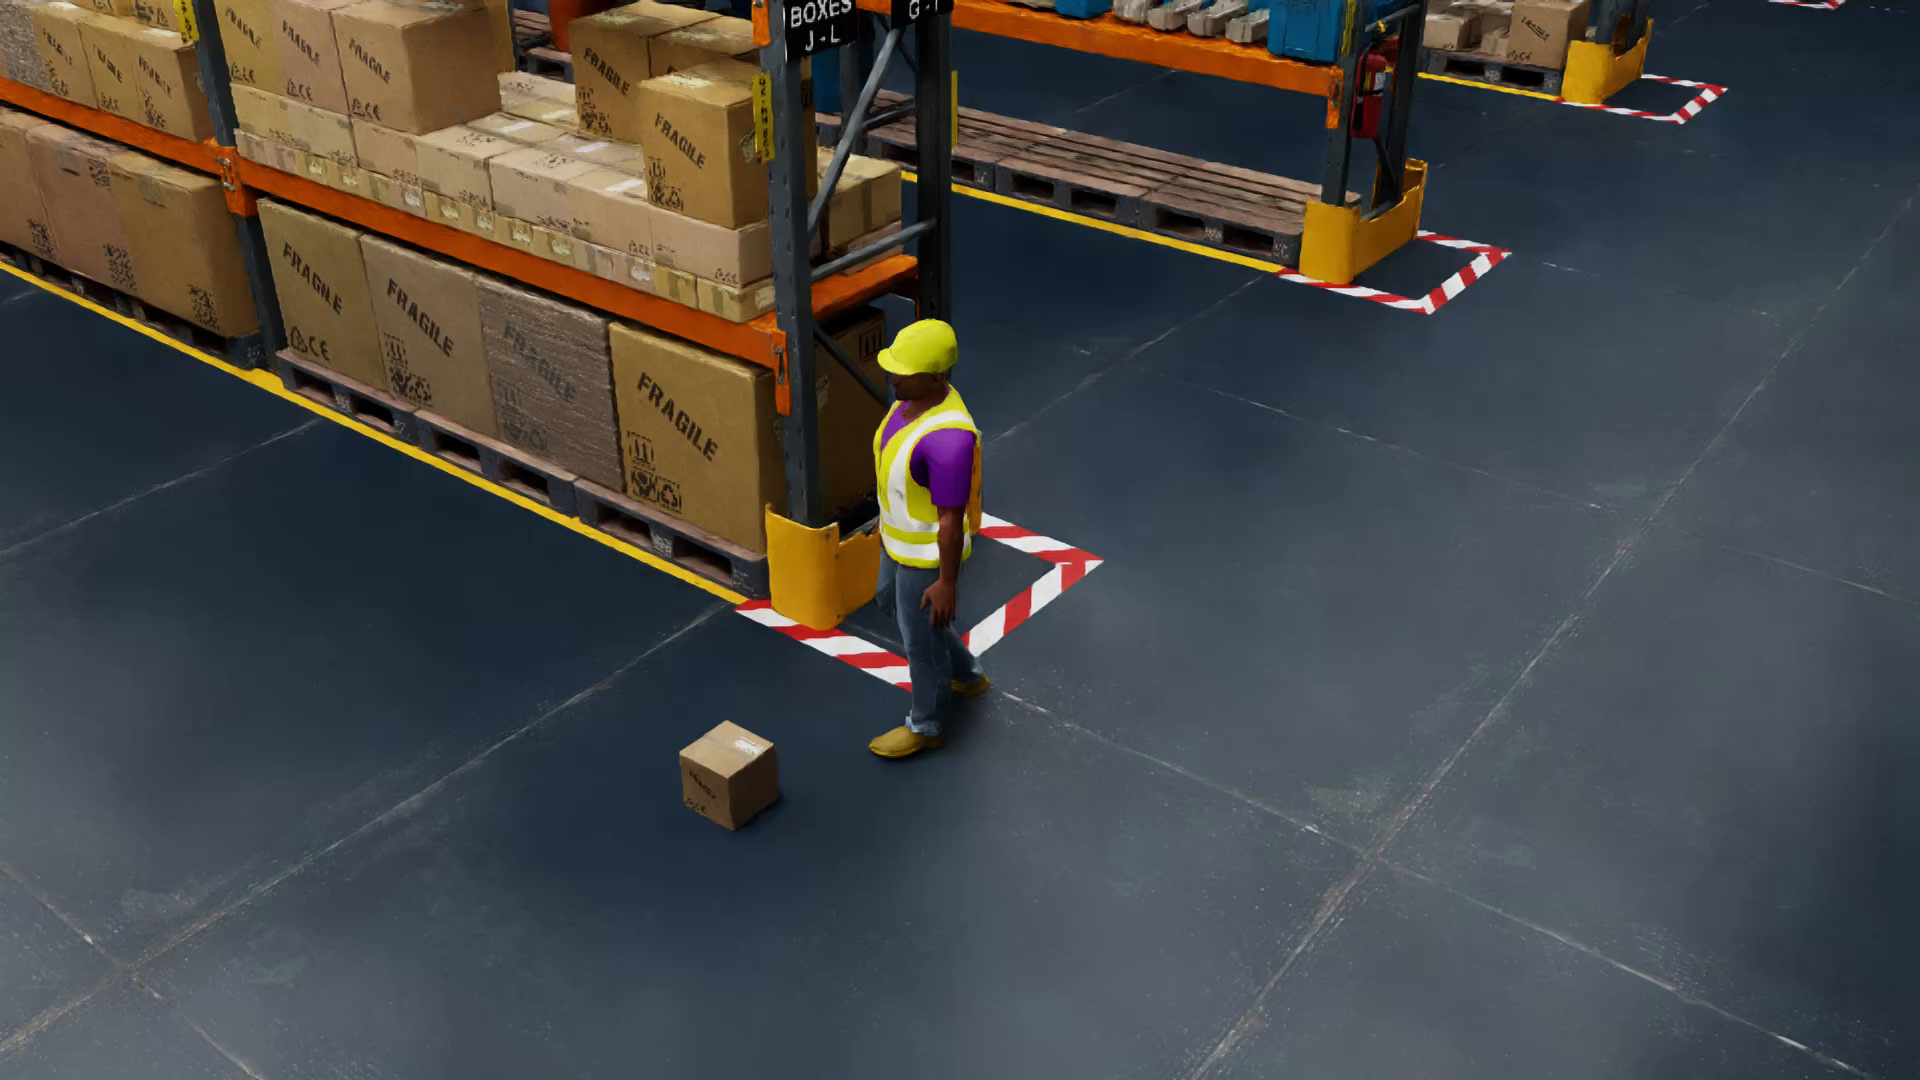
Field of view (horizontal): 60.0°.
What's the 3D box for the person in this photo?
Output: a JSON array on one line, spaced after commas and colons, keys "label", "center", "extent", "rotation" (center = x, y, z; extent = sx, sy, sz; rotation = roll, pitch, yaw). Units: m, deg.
[{"label": "person", "center": [-0.113, 0.004, 6.088], "extent": [0.523, 1.765, 0.667], "rotation": [-6, 31, -10]}]
